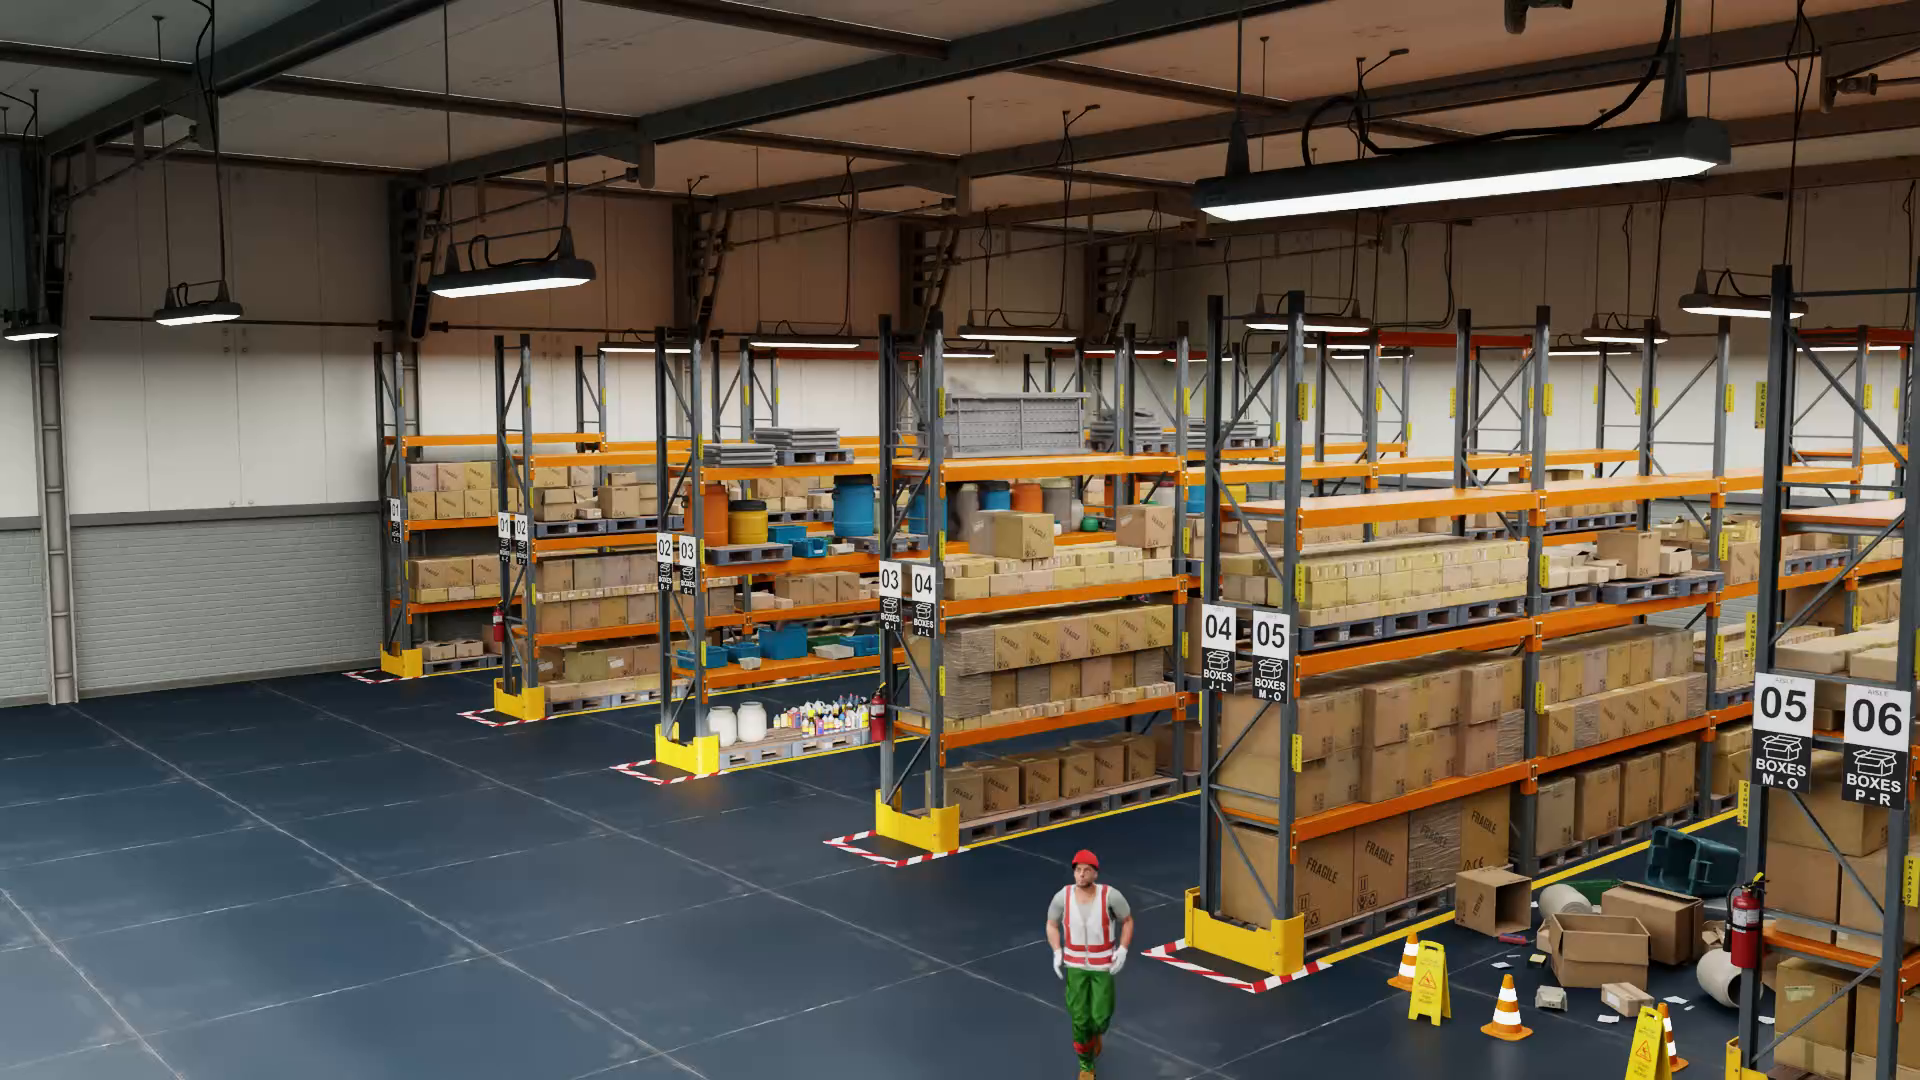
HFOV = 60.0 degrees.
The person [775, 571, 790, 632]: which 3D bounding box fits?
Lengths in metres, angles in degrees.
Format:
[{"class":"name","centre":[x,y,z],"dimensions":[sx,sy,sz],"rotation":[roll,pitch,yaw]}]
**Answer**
[{"class":"person","centre":[-3.359,1.430,31.994],"dimensions":[0.556,1.710,0.711],"rotation":[5,7,43]}]

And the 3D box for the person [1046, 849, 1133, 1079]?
[{"class":"person","centre":[0.961,3.171,12.432],"dimensions":[0.653,1.749,0.564],"rotation":[1,5,9]}]
